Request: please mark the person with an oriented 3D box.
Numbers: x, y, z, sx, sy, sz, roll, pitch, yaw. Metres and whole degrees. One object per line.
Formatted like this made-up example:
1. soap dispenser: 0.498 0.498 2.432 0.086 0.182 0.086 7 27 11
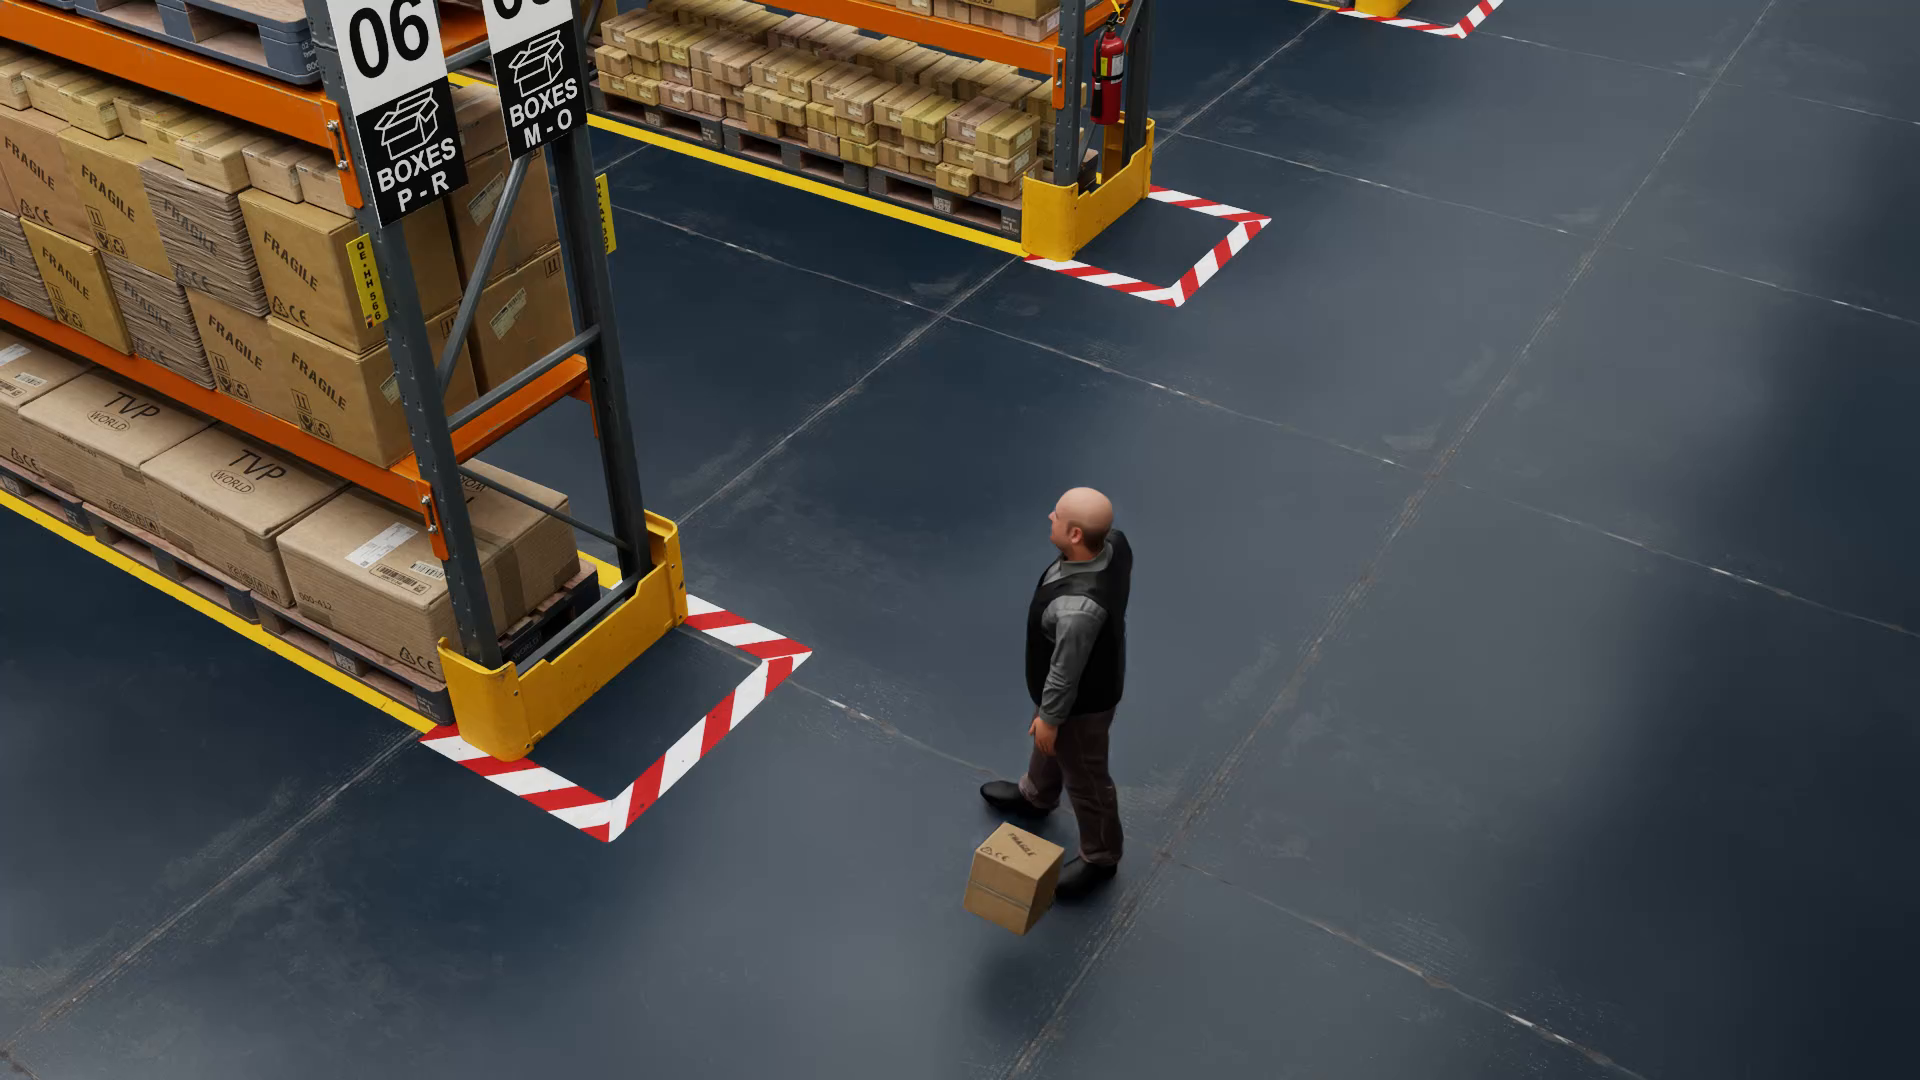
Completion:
1. person: 0.354 0.491 6.051 0.611 1.718 0.669 7 39 9
